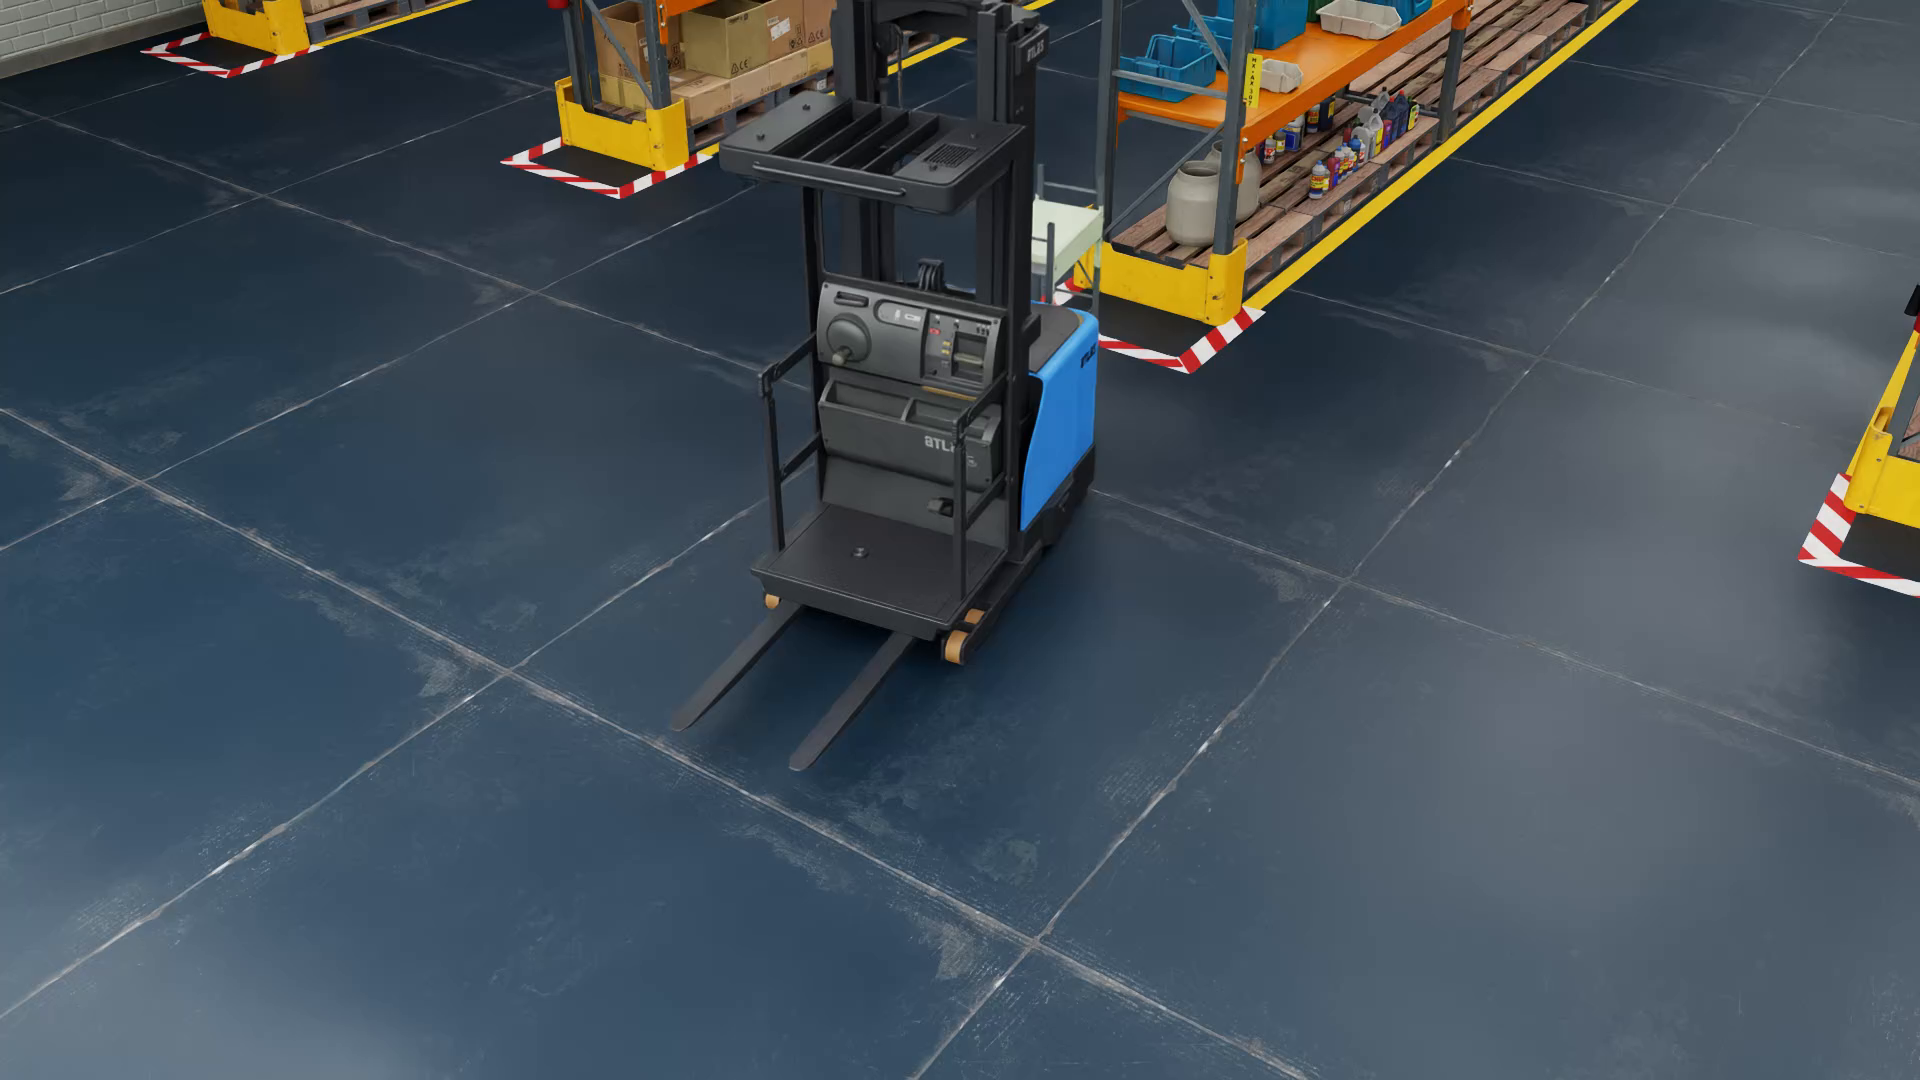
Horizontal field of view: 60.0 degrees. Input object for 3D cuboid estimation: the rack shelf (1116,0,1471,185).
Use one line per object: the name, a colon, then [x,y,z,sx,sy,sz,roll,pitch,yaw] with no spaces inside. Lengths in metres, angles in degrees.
rack shelf: [2.476,-3.486,12.045,1.077,0.370,4.000,21,39,28]

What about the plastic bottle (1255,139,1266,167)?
plastic bottle: [2.277,-2.979,12.686,0.061,0.283,0.133,21,39,28]

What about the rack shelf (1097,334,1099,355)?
rack shelf: [0.468,-0.995,9.641,0.431,0.370,0.720,15,37,21]

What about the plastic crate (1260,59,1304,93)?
plastic crate: [2.110,-3.064,11.013,0.298,0.136,0.250,21,39,28]

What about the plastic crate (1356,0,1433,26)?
plastic crate: [3.208,-4.047,12.365,0.499,0.251,0.616,21,39,28]

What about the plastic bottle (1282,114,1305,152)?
plastic bottle: [2.601,-3.201,13.020,0.152,0.276,0.135,21,39,28]

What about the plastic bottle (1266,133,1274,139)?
plastic bottle: [2.359,-3.182,12.926,0.144,0.351,0.185,23,40,30]

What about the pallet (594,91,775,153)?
pallet: [-2.330,-3.658,14.146,1.003,0.211,1.213,21,39,28]

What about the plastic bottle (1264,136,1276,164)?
plastic bottle: [2.381,-3.012,12.807,0.097,0.201,0.097,0,34,0]

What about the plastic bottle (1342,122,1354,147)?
plastic bottle: [3.009,-3.096,12.859,0.061,0.283,0.133,21,39,28]

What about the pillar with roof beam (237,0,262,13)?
pillar with roof beam: [-3.578,-7.737,12.333,9.100,9.000,0.400,21,39,28]

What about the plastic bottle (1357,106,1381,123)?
plastic bottle: [3.241,-3.317,13.192,0.152,0.276,0.135,21,39,28]

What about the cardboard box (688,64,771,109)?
cardboard box: [-1.961,-3.890,14.079,0.500,0.250,0.500,21,39,28]

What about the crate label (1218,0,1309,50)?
crate label: [2.163,-3.812,11.853,0.502,0.435,0.616,21,39,28]

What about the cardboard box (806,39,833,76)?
cardboard box: [-1.386,-4.348,14.757,0.500,0.250,0.500,21,39,28]

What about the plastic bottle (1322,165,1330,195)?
plastic bottle: [2.685,-2.669,12.300,0.097,0.201,0.097,0,34,0]

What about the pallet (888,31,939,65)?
pallet: [-0.939,-4.781,15.806,1.003,0.211,1.213,21,39,28]

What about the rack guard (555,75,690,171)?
rack guard: [-2.745,-3.401,13.509,1.175,0.500,0.348,21,39,28]

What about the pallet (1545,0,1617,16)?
pallet: [6.312,-5.766,17.264,1.003,0.211,1.213,21,39,28]

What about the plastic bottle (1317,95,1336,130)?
plastic bottle: [2.934,-3.504,13.402,0.144,0.351,0.185,21,39,28]

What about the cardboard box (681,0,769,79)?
cardboard box: [-1.959,-4.200,13.868,0.500,0.500,0.500,21,39,28]

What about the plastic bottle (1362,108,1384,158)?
plastic bottle: [3.192,-3.164,12.899,0.144,0.351,0.185,21,39,28]

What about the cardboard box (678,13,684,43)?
cardboard box: [-2.112,-4.600,14.460,0.500,0.500,0.500,21,39,28]

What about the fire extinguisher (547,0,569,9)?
fire extinguisher: [-3.180,-4.509,12.985,0.296,0.674,0.183,21,39,28]

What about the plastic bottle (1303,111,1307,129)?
plastic bottle: [2.708,-3.464,13.342,0.144,0.351,0.185,20,39,26]

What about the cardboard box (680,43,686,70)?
cardboard box: [-2.393,-4.058,14.328,0.500,0.250,0.500,21,39,28]

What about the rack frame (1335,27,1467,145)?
rack frame: [3.616,-4.704,13.205,1.000,3.000,0.127,21,39,28]

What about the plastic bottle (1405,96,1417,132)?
plastic bottle: [3.613,-3.435,13.359,0.061,0.283,0.133,23,41,30]

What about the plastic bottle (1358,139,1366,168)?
plastic bottle: [3.052,-2.966,12.738,0.097,0.201,0.097,0,34,0]

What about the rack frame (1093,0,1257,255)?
rack frame: [1.336,-2.864,10.483,1.000,3.000,0.127,21,39,28]

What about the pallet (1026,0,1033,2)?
pallet: [0.632,-6.049,17.681,1.003,0.211,1.213,21,39,28]

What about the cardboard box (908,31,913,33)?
cardboard box: [-0.536,-5.040,15.781,0.500,0.250,0.500,21,39,28]

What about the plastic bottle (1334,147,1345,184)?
plastic bottle: [2.821,-2.808,12.443,0.097,0.271,0.097,0,34,0]

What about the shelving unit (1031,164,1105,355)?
shelving unit: [0.468,-1.265,9.458,0.431,1.500,0.755,15,37,21]

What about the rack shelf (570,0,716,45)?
rack shelf: [-1.591,-5.070,14.387,1.077,0.370,4.000,21,39,28]

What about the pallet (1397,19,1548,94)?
pallet: [4.727,-4.487,15.372,1.003,0.211,1.213,21,39,28]

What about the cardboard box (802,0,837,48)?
cardboard box: [-1.385,-4.658,14.547,0.500,0.500,0.500,21,39,28]

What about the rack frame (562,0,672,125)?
rack frame: [-2.731,-4.448,12.825,1.000,3.000,0.127,21,39,28]

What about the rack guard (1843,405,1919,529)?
rack guard: [5.448,-0.281,8.895,1.175,0.500,0.348,21,39,28]

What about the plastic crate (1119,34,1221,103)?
plastic crate: [1.375,-3.128,11.006,0.499,0.251,0.616,21,39,28]

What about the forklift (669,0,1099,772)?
forklift: [-0.336,-0.892,7.628,1.130,2.935,3.031,15,37,21]

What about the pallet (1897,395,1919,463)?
pallet: [5.940,-0.524,9.512,1.003,0.211,1.213,21,39,28]

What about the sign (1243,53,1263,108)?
sign: [1.785,-2.801,10.142,0.100,0.325,0.005,21,39,28]

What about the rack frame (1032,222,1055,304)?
rack frame: [0.312,-1.080,9.184,0.400,1.500,0.023,15,37,21]

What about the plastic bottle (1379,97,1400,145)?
plastic bottle: [3.377,-3.313,13.118,0.144,0.351,0.185,19,39,26]

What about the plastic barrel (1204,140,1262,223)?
plastic barrel: [1.934,-2.565,11.887,0.421,0.512,0.421,0,34,0]

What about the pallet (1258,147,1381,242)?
pallet: [2.504,-2.690,12.715,1.003,0.211,1.213,21,39,28]

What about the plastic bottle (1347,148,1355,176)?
plastic bottle: [2.934,-2.871,12.599,0.097,0.201,0.097,0,34,0]
